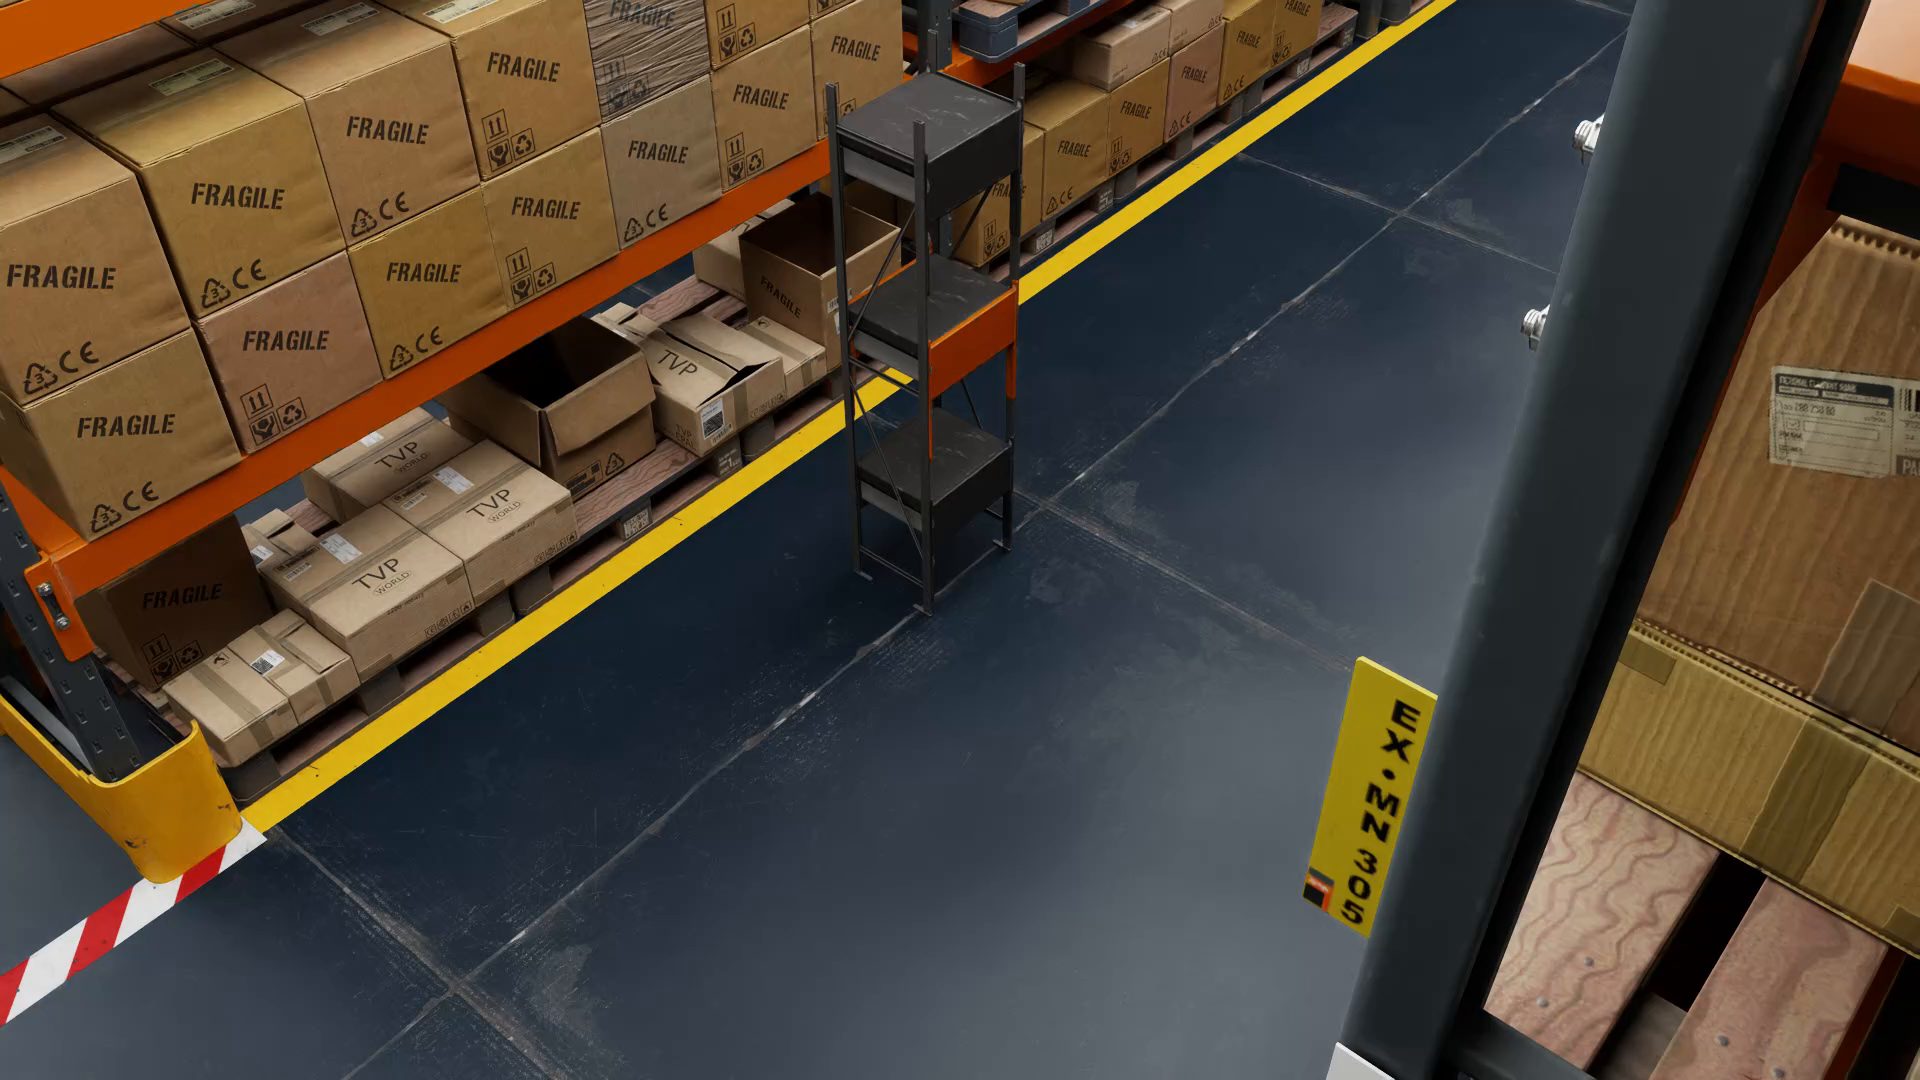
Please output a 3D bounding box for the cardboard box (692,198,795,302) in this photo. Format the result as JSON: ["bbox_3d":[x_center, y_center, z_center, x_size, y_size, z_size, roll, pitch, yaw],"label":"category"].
[{"bbox_3d":[-0.888,-1.362,7.690,0.500,0.311,0.500,29,50,28],"label":"cardboard box"}]

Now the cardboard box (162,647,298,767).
[{"bbox_3d":[-2.494,0.569,5.687,0.380,0.149,0.250,29,50,28],"label":"cardboard box"}]

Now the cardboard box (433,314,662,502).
[{"bbox_3d":[-1.658,-0.586,6.693,0.797,0.503,0.637,29,50,28],"label":"cardboard box"}]

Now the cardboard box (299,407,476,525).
[{"bbox_3d":[-2.231,-0.265,6.528,0.500,0.250,0.500,29,50,28],"label":"cardboard box"}]

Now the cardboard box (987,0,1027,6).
[{"bbox_3d":[0.024,-2.656,7.055,0.700,0.500,0.500,14,44,15],"label":"cardboard box"}]

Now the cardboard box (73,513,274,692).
[{"bbox_3d":[-2.865,0.119,5.921,0.500,0.500,0.500,29,50,28],"label":"cardboard box"}]

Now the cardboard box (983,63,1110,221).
[{"bbox_3d":[0.380,-1.977,8.226,0.500,0.500,0.500,30,50,29],"label":"cardboard box"}]

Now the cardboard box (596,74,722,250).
[{"bbox_3d":[-1.237,-1.453,6.044,0.500,0.500,0.500,31,50,29],"label":"cardboard box"}]

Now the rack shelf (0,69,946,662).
[{"bbox_3d":[-1.740,-1.020,6.177,1.077,0.370,4.000,29,50,28],"label":"rack shelf"}]

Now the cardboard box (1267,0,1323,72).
[{"bbox_3d":[1.699,-3.031,9.384,0.500,0.500,0.500,32,51,30],"label":"cardboard box"}]

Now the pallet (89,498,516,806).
[{"bbox_3d":[-2.466,0.325,6.236,1.003,0.211,1.213,29,50,28],"label":"pallet"}]

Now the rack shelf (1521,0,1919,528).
[{"bbox_3d":[2.054,-0.949,1.937,1.077,0.370,4.000,29,50,28],"label":"rack shelf"}]

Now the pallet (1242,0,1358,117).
[{"bbox_3d":[1.612,-2.976,9.866,1.003,0.211,1.213,29,50,28],"label":"pallet"}]

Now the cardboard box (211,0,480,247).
[{"bbox_3d":[-1.883,-1.306,5.139,0.500,0.500,0.500,30,50,29],"label":"cardboard box"}]

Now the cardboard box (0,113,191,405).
[{"bbox_3d":[-2.539,-0.778,4.558,0.500,0.500,0.500,31,51,30],"label":"cardboard box"}]

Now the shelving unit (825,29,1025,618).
[{"bbox_3d":[-0.107,-0.692,5.950,0.431,2.100,0.503,29,50,28],"label":"shelving unit"}]

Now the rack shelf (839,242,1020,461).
[{"bbox_3d":[-0.107,-0.682,5.959,0.431,0.518,0.480,29,50,28],"label":"rack shelf"}]

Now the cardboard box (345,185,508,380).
[{"bbox_3d":[-1.886,-0.933,5.472,0.500,0.500,0.500,29,50,28],"label":"cardboard box"}]

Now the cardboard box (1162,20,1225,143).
[{"bbox_3d":[1.033,-2.491,8.791,0.500,0.500,0.500,28,49,27],"label":"cardboard box"}]

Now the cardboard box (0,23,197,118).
[{"bbox_3d":[-2.626,-1.272,5.102,0.500,0.500,0.500,31,51,29],"label":"cardboard box"}]

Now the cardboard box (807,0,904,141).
[{"bbox_3d":[-0.578,-1.985,6.629,0.500,0.500,0.500,30,50,29],"label":"cardboard box"}]

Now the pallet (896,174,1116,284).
[{"bbox_3d":[0.042,-1.720,8.484,1.003,0.211,1.213,29,50,28],"label":"pallet"}]

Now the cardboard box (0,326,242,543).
[{"bbox_3d":[-2.539,-0.408,4.895,0.500,0.500,0.500,31,50,29],"label":"cardboard box"}]

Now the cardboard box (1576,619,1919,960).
[{"bbox_3d":[1.035,0.148,1.853,0.500,0.250,0.500,31,51,30],"label":"cardboard box"}]

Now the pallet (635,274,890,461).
[{"bbox_3d":[-0.895,-0.931,7.617,1.003,0.211,1.213,29,50,28],"label":"pallet"}]

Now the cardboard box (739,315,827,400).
[{"bbox_3d":[-0.798,-0.789,7.180,0.380,0.149,0.250,29,50,28],"label":"cardboard box"}]

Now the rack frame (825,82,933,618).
[{"bbox_3d":[-0.264,-0.566,5.812,0.400,2.100,0.015,29,50,28],"label":"rack frame"}]

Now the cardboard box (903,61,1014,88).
[{"bbox_3d":[-0.030,-2.183,8.453,0.500,0.500,0.500,30,50,29],"label":"cardboard box"}]

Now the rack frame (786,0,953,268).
[{"bbox_3d":[-0.453,-2.316,7.068,1.000,3.000,0.127,29,50,28],"label":"rack frame"}]

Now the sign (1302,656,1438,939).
[{"bbox_3d":[0.361,0.236,1.432,0.100,0.325,0.005,29,50,28],"label":"sign"}]

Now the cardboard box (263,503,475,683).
[{"bbox_3d":[-2.138,0.183,6.036,0.500,0.250,0.500,29,50,28],"label":"cardboard box"}]

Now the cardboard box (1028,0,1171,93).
[{"bbox_3d":[0.689,-2.490,8.233,0.500,0.250,0.500,30,50,29],"label":"cardboard box"}]

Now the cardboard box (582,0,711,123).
[{"bbox_3d":[-1.232,-1.826,5.711,0.500,0.500,0.500,30,50,29],"label":"cardboard box"}]

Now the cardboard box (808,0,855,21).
[{"bbox_3d":[-0.580,-2.351,6.288,0.500,0.500,0.500,30,50,29],"label":"cardboard box"}]

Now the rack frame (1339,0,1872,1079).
[{"bbox_3d":[0.767,-0.333,0.428,1.000,3.000,0.127,29,50,28],"label":"rack frame"}]

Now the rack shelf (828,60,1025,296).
[{"bbox_3d":[-0.107,-1.199,5.488,0.431,0.518,0.480,29,50,28],"label":"rack shelf"}]
